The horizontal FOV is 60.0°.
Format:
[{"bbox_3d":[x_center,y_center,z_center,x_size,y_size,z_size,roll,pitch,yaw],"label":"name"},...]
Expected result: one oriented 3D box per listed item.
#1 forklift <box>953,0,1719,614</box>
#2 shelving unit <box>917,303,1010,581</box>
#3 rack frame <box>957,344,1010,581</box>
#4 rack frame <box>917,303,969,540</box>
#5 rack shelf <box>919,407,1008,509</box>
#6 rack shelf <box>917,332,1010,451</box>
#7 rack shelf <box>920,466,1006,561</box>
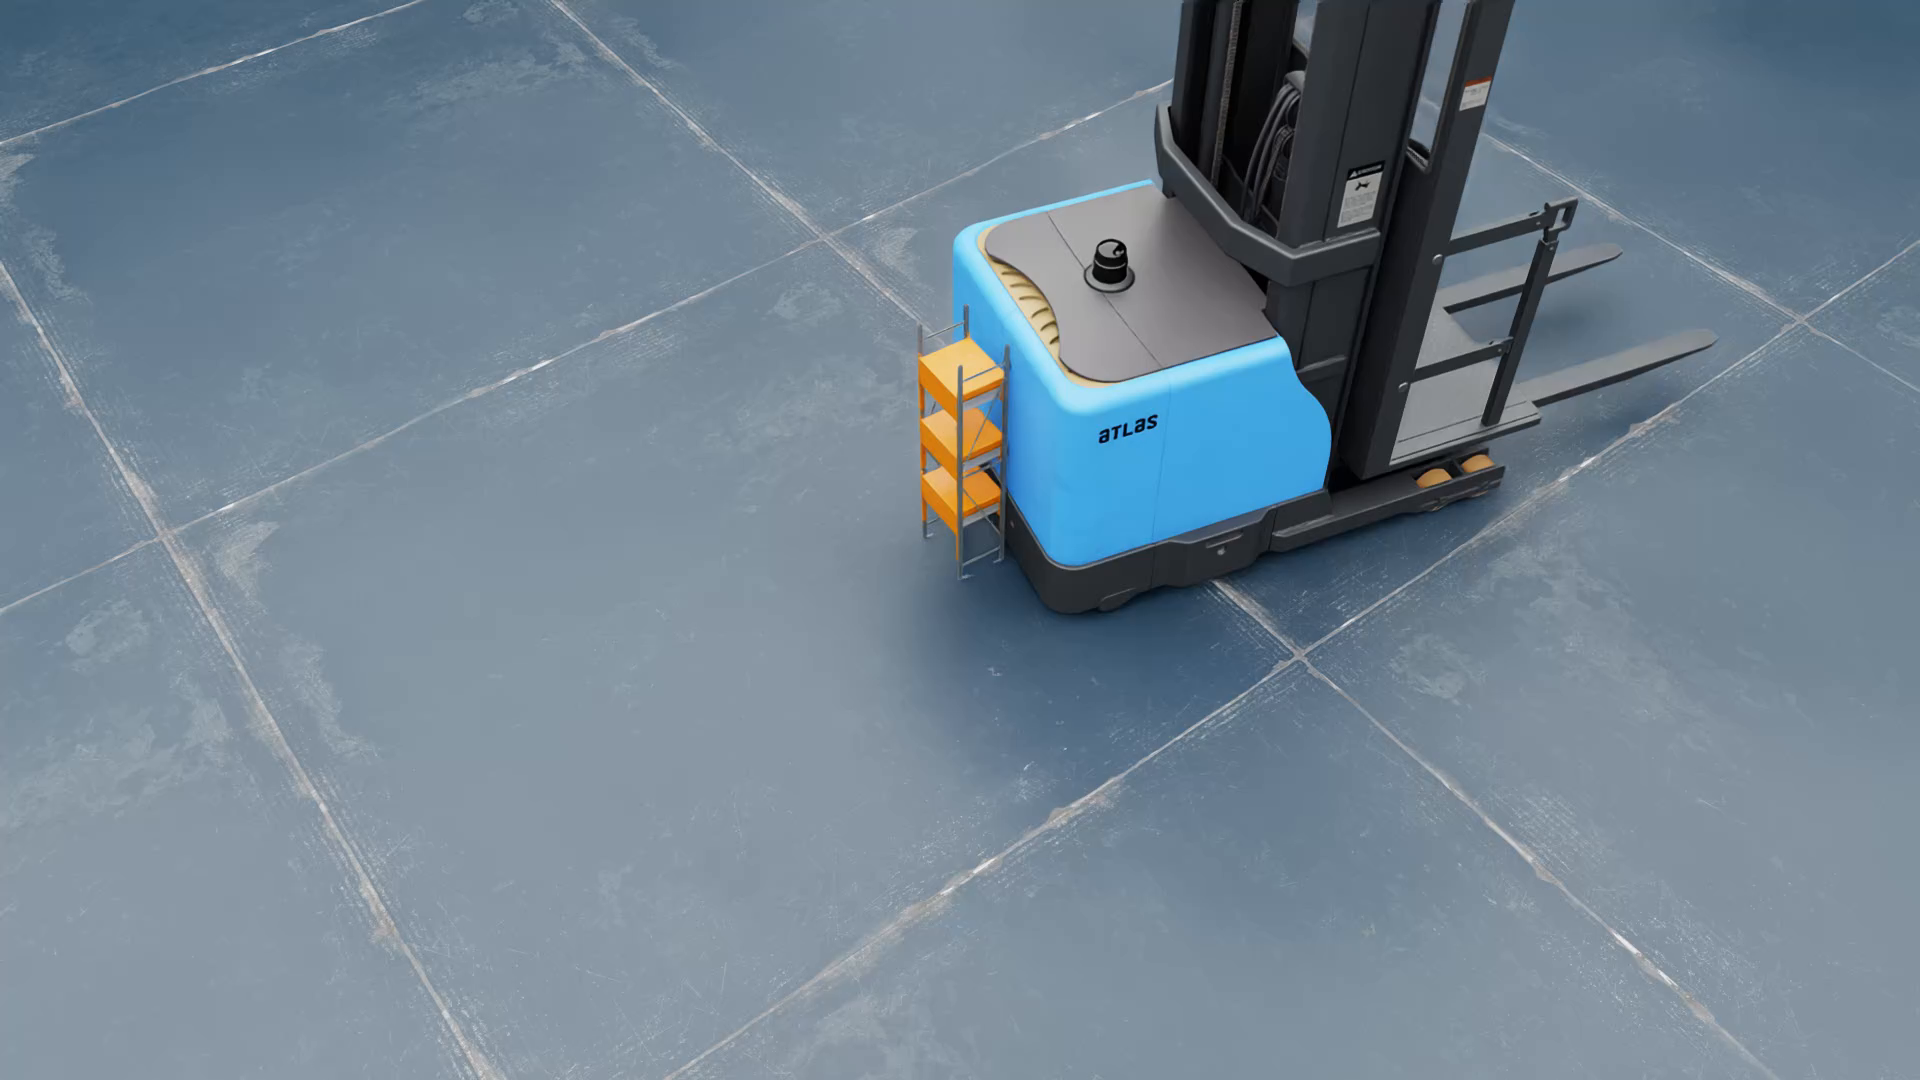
[{"bbox_3d":[1.528,-1.440,5.577,3.031,2.935,1.130,-17,50,-15],"label":"forklift"},{"bbox_3d":[0.011,-0.319,5.831,0.215,1.050,0.252,-26,53,-21],"label":"shelving unit"},{"bbox_3d":[0.077,-0.243,5.762,0.200,1.050,0.008,-26,53,-21],"label":"rack frame"},{"bbox_3d":[-0.055,-0.395,5.899,0.200,1.050,0.008,-26,53,-21],"label":"rack frame"},{"bbox_3d":[0.011,-0.312,5.838,0.215,0.259,0.240,-26,53,-21],"label":"rack shelf"},{"bbox_3d":[0.011,-0.503,5.628,0.215,0.259,0.240,-26,53,-21],"label":"rack shelf"},{"bbox_3d":[0.011,-0.125,6.044,0.215,0.259,0.240,-26,53,-21],"label":"rack shelf"}]
